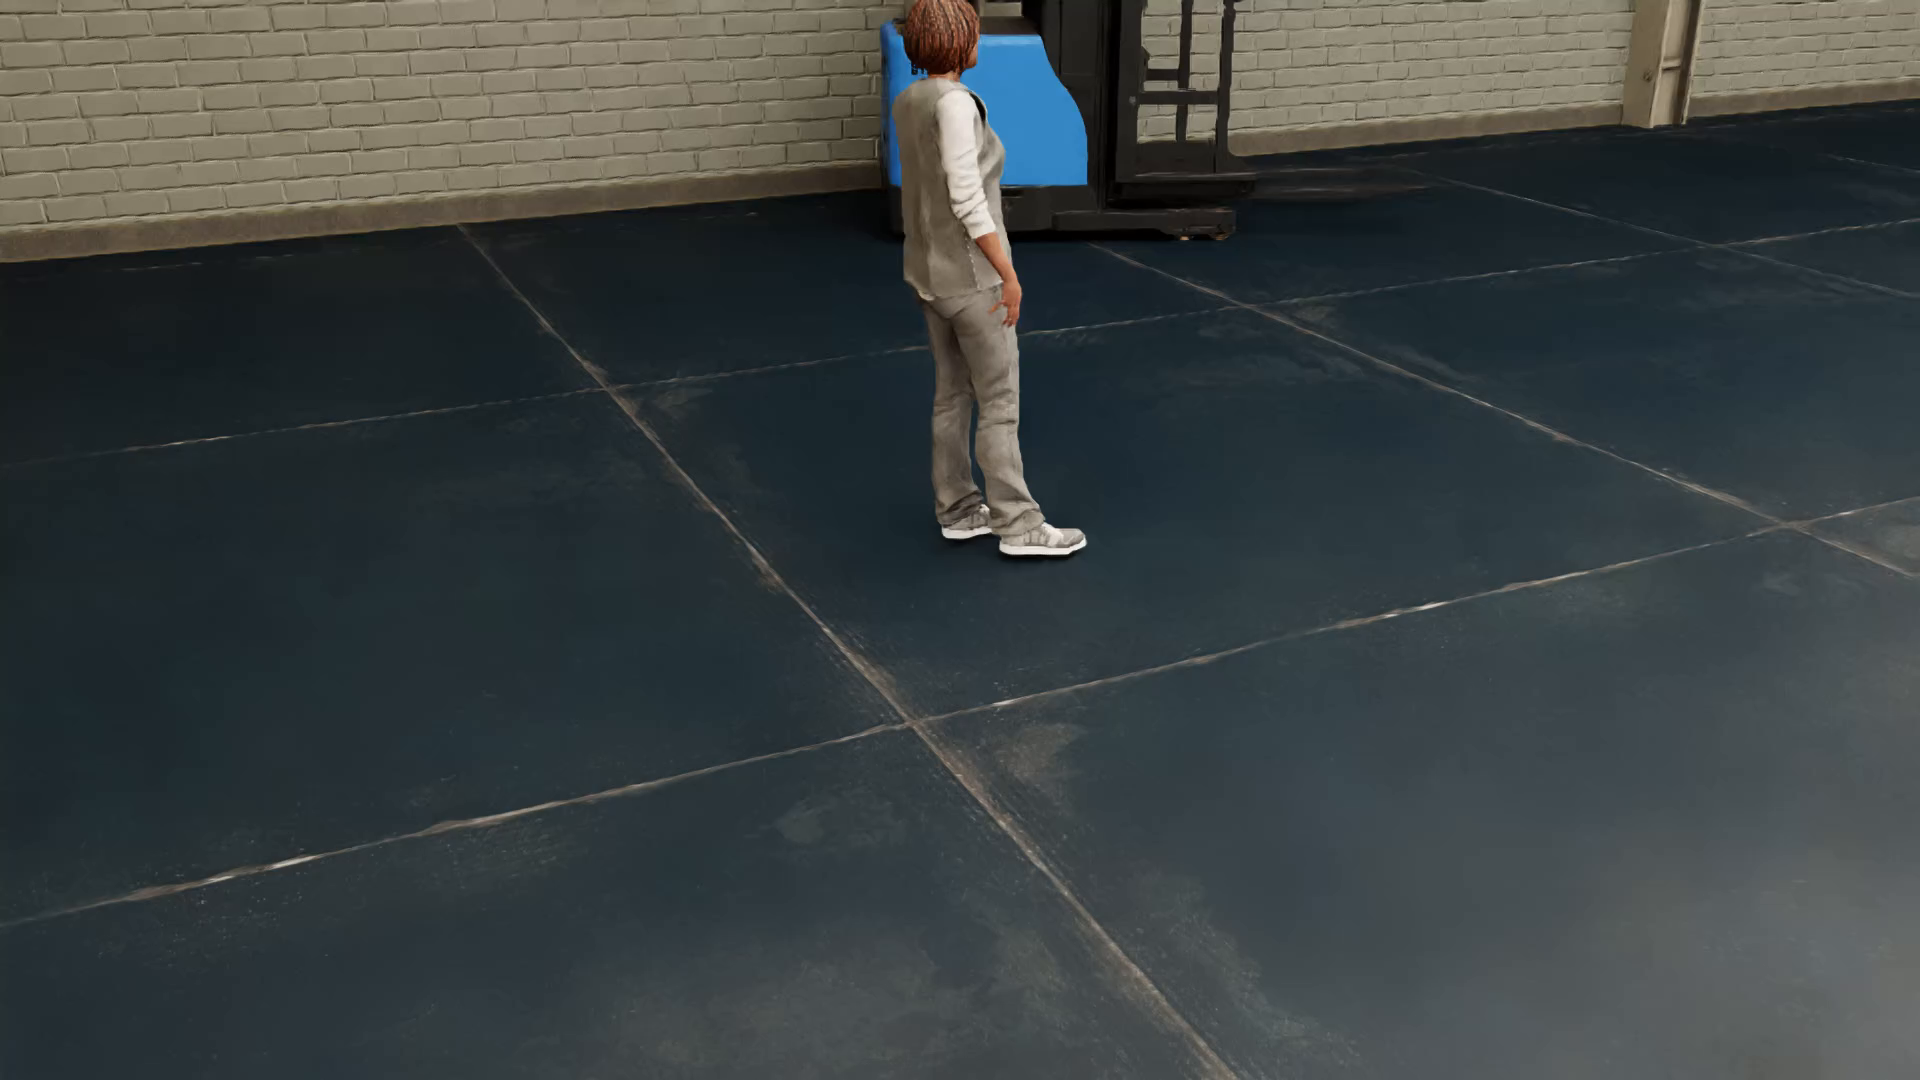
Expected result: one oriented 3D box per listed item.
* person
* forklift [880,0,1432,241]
[{"bbox_3d":[0.073,-0.751,4.815,0.474,1.597,0.521,-10,25,-23],"label":"person"},{"bbox_3d":[1.085,-3.178,8.937,3.031,2.935,1.130,-2,23,-5],"label":"forklift"}]
